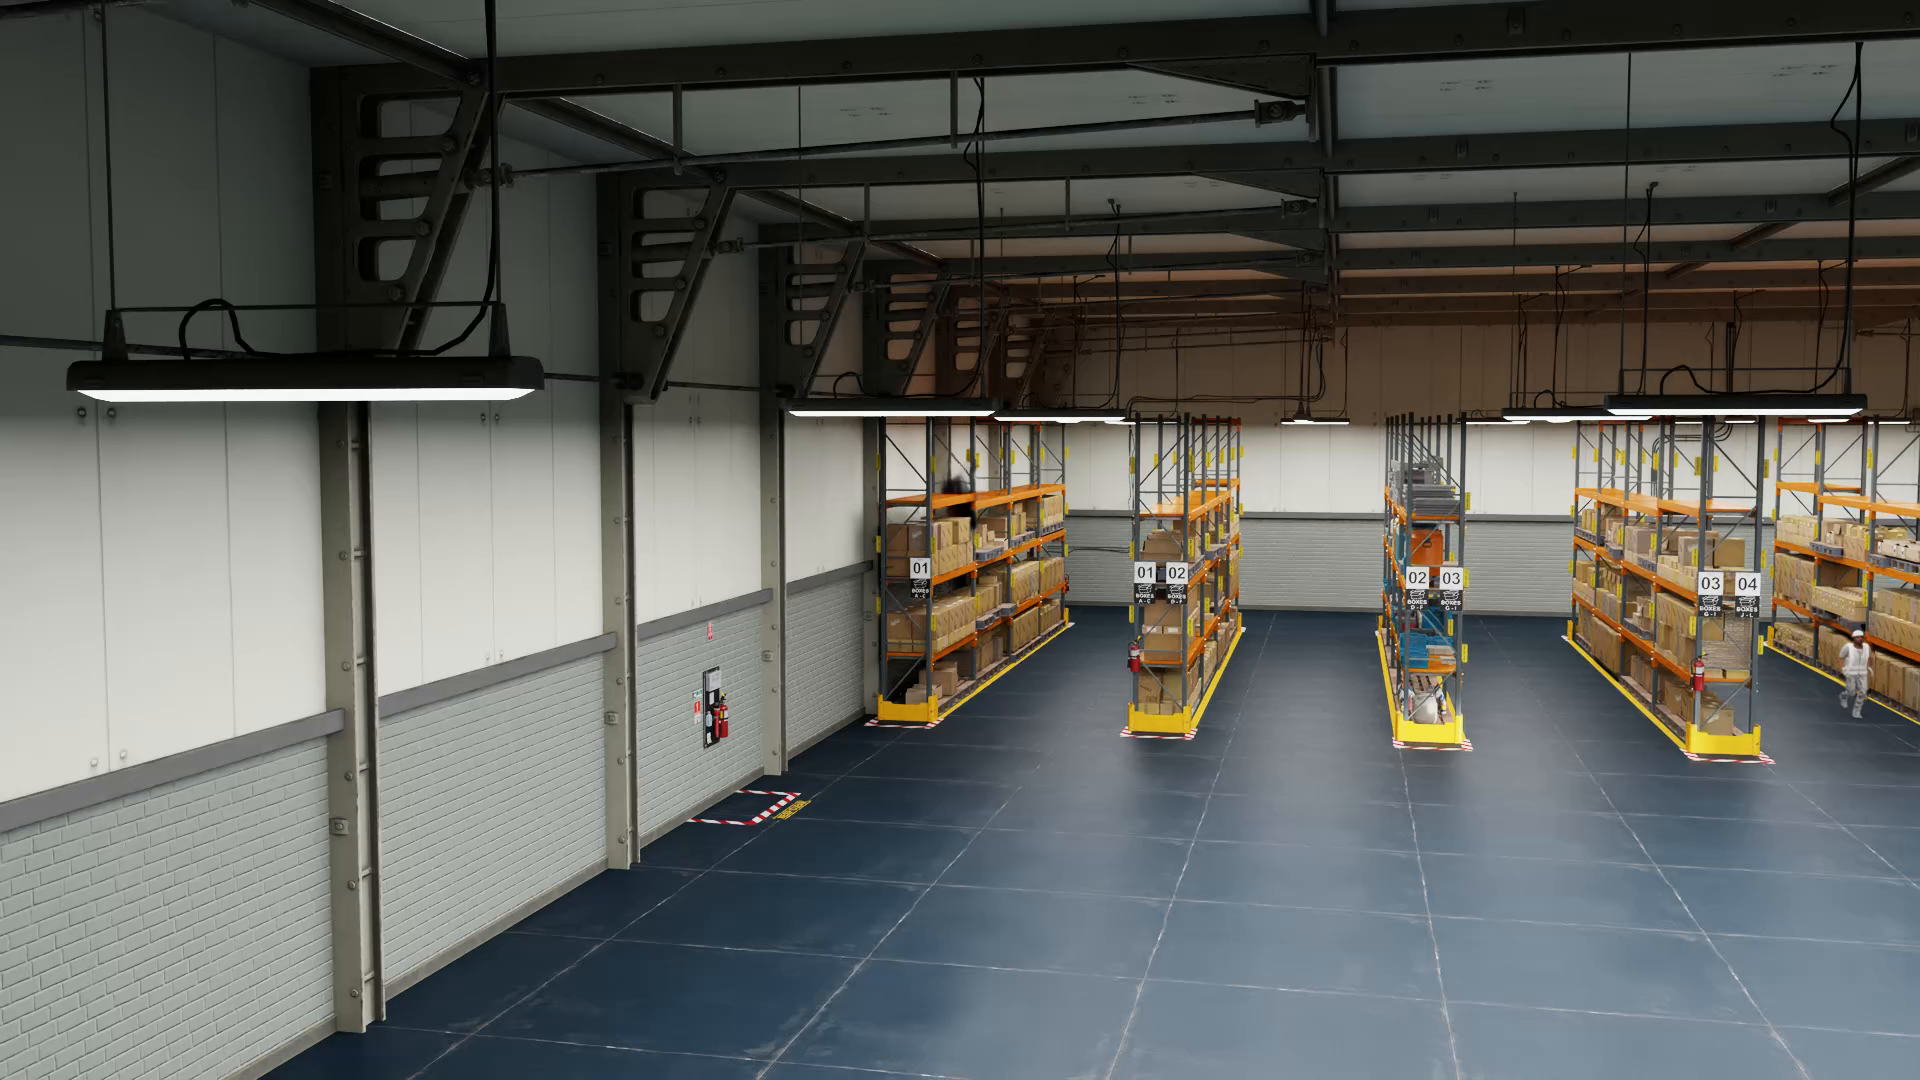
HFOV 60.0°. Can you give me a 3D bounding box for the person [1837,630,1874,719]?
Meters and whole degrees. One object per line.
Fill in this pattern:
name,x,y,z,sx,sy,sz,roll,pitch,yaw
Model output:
person,17.709,2.634,32.904,0.669,1.733,0.695,1,4,8
